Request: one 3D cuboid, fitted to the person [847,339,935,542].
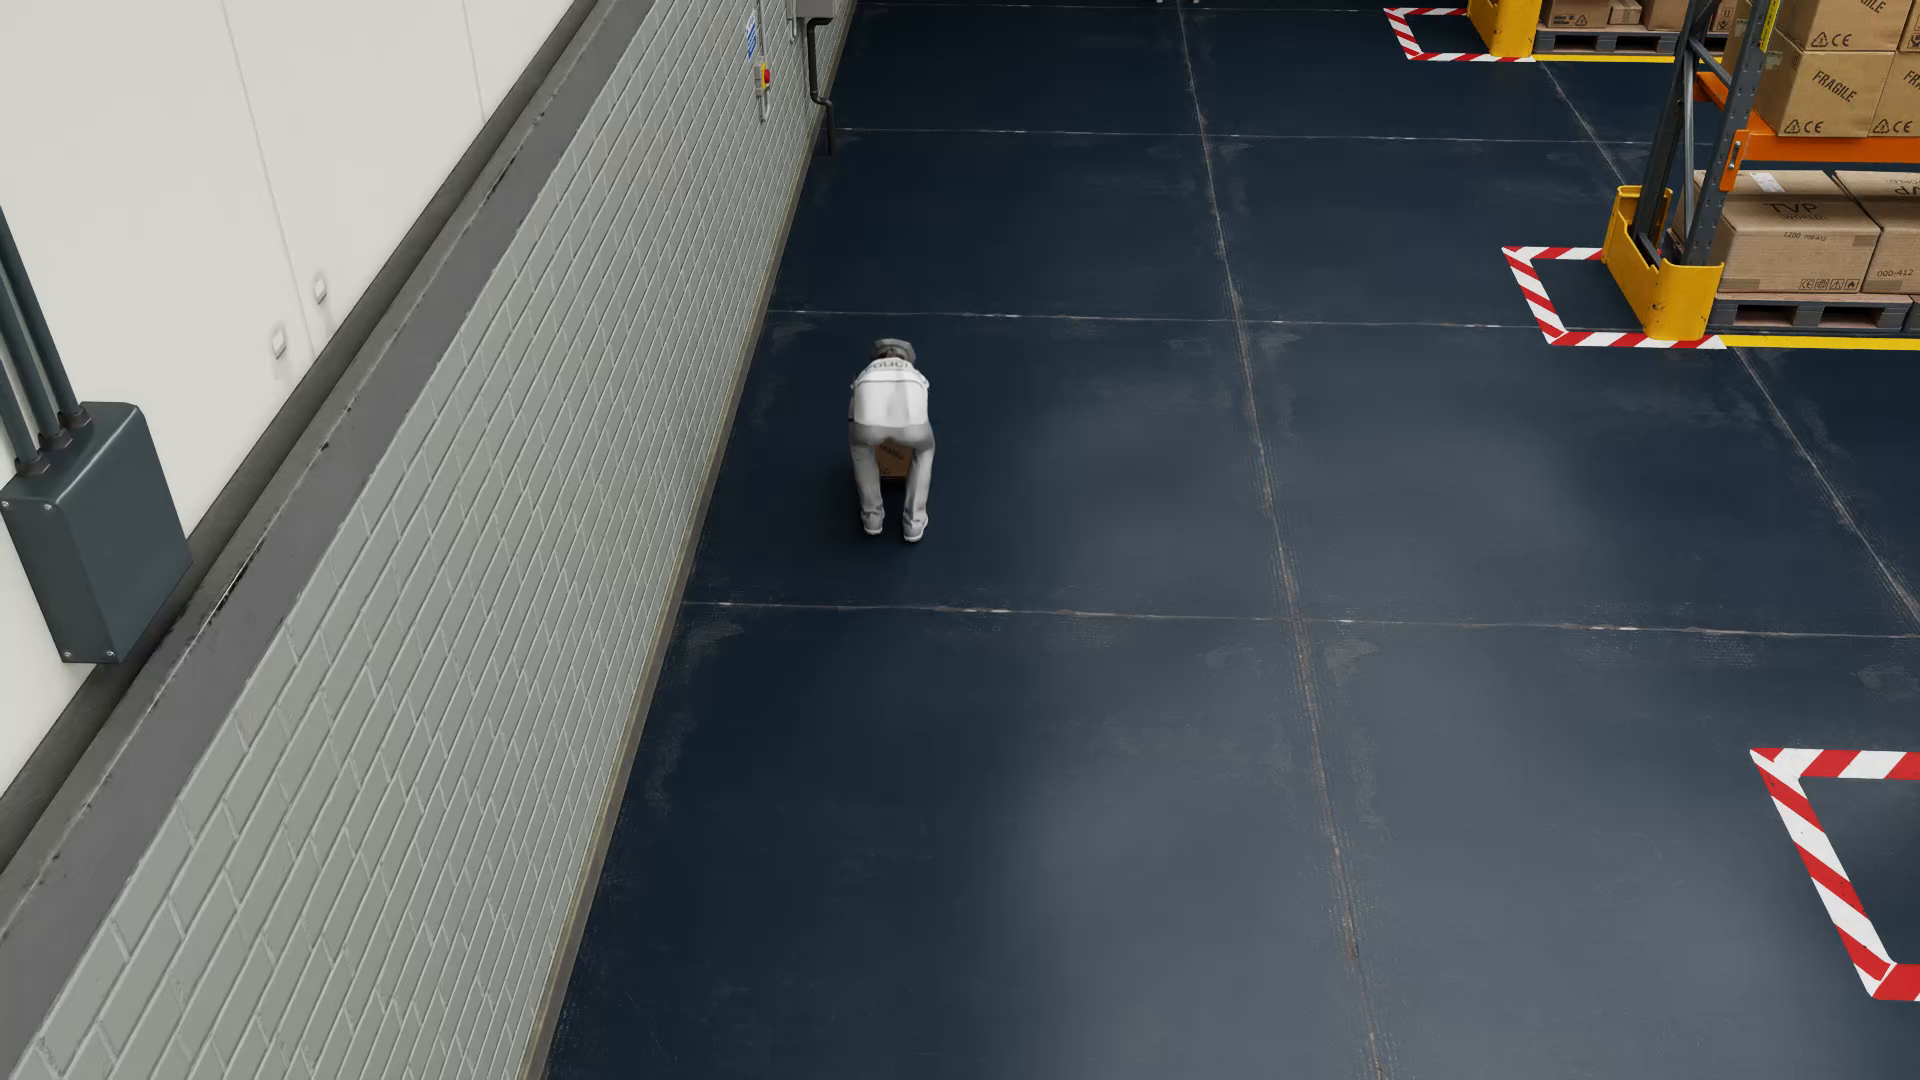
[{"bbox_3d":[-0.347,-0.542,8.477,0.437,0.947,0.891,0,36,0],"label":"person"}]
